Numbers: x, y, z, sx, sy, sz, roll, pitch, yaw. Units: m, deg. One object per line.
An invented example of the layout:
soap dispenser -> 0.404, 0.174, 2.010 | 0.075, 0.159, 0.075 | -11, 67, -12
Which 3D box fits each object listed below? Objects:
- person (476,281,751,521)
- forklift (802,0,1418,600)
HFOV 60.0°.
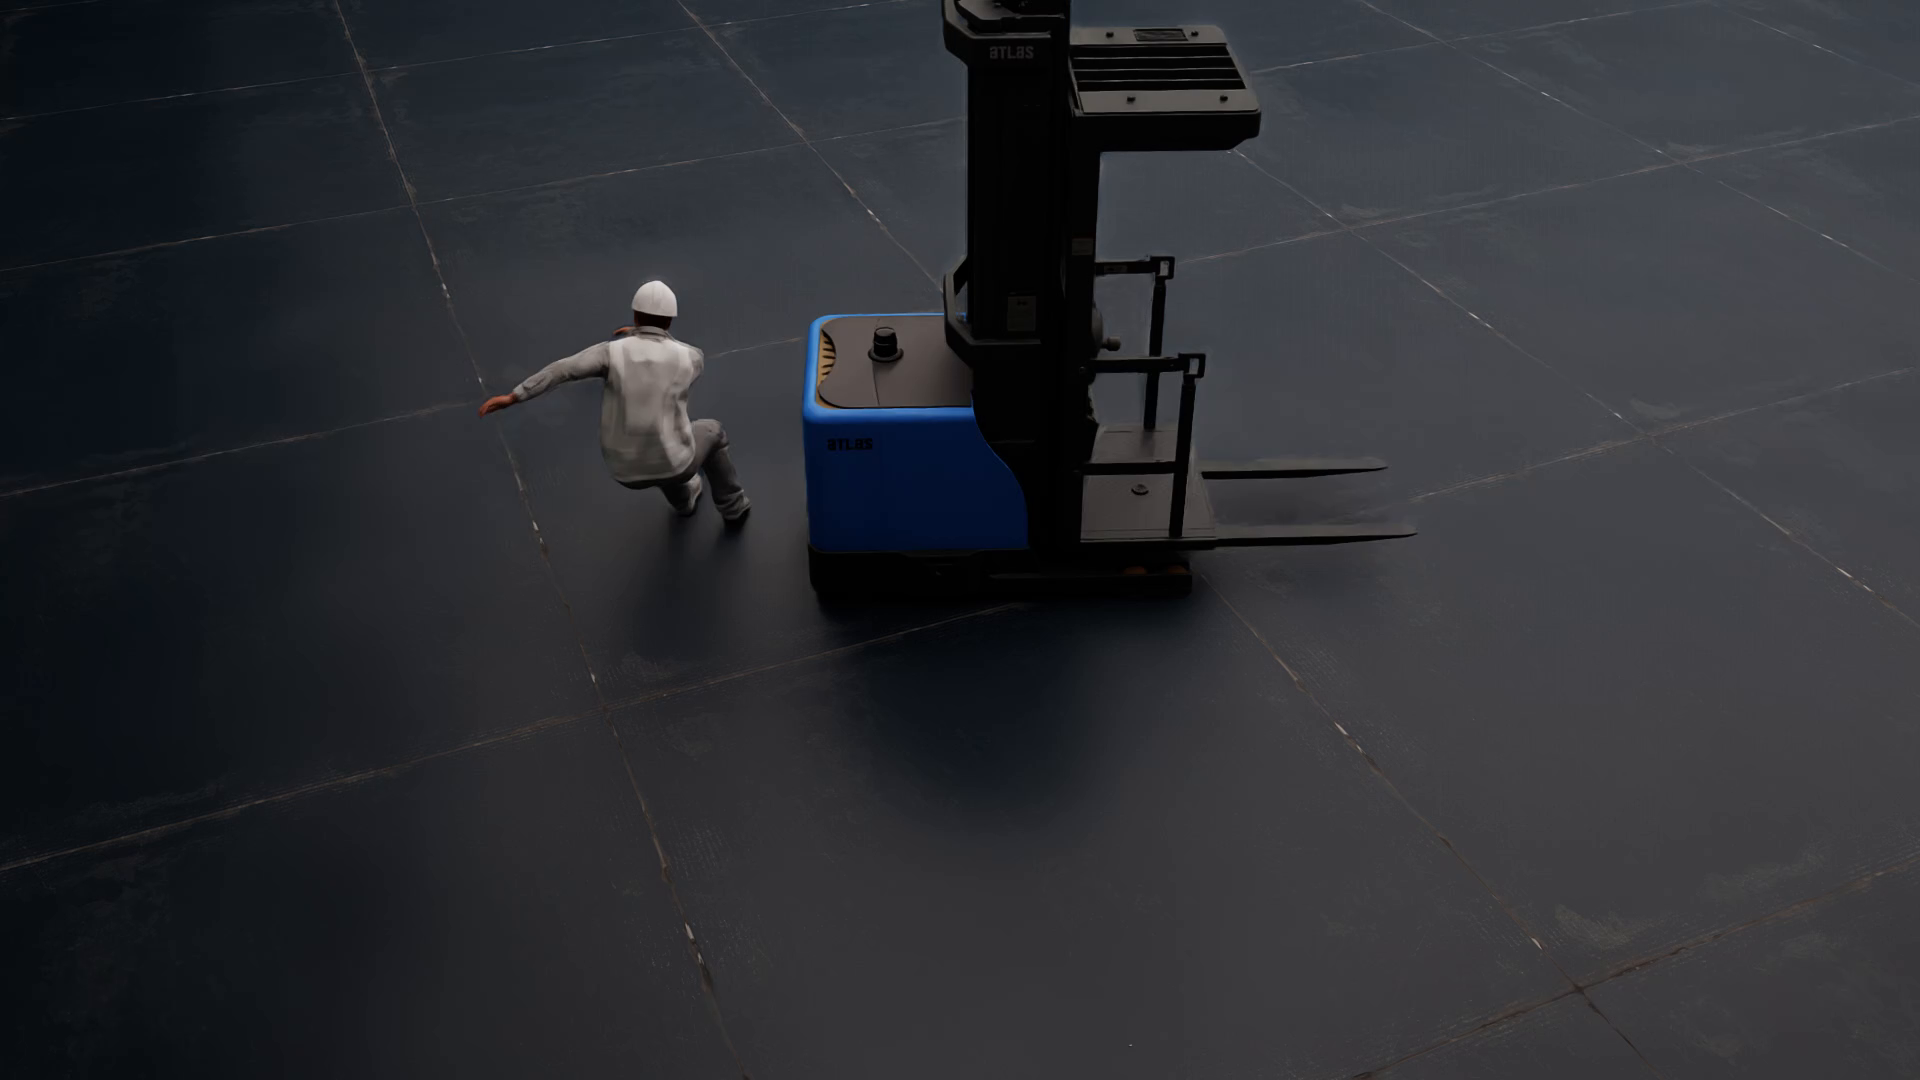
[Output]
person -> -1.683, -0.599, 8.239 | 1.183, 1.437, 0.895 | -3, 36, -4
forklift -> 0.760, -1.208, 7.798 | 3.031, 2.935, 1.130 | -1, 35, -2
